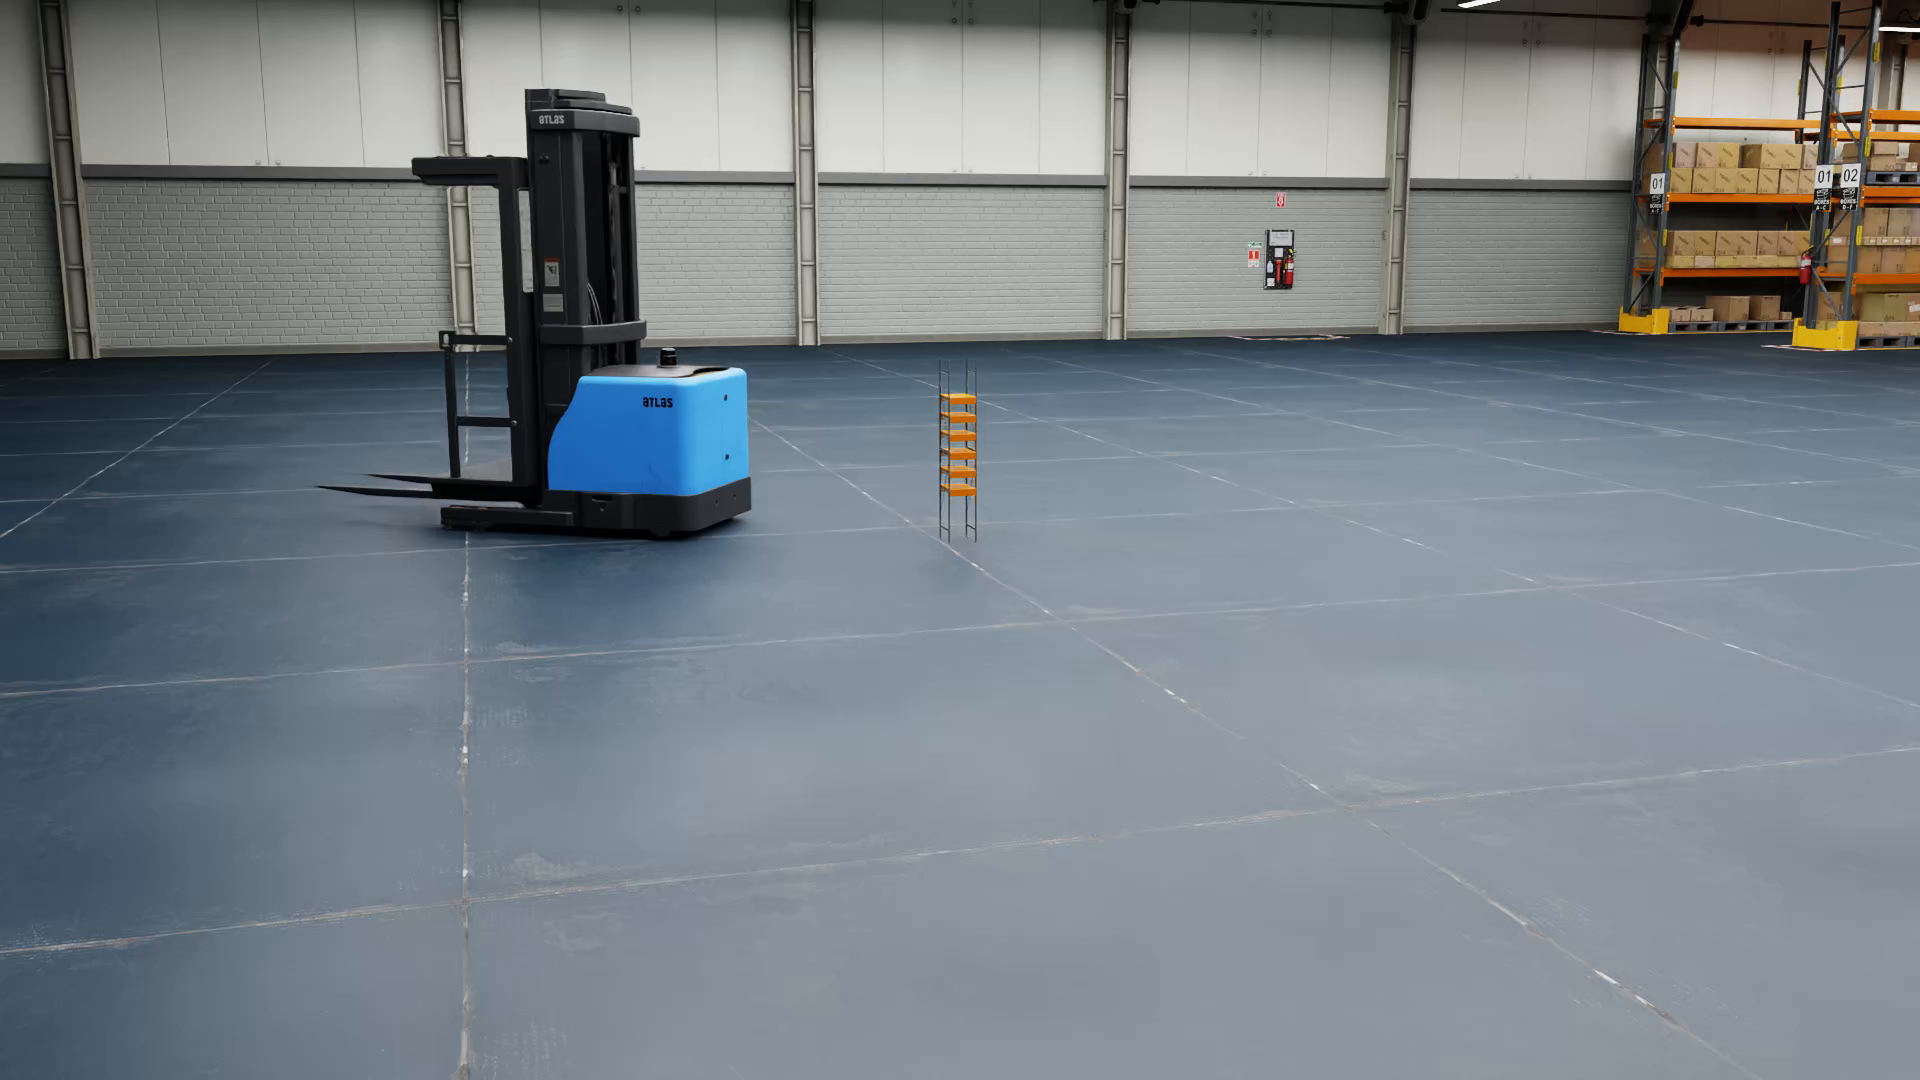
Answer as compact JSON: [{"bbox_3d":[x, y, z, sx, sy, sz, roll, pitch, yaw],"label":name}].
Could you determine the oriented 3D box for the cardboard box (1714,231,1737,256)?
[{"bbox_3d":[15.587,-6.104,34.208,0.500,0.500,0.500,-3,11,-18],"label":"cardboard box"}]

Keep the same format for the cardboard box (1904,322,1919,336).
[{"bbox_3d":[16.994,-3.812,29.904,0.500,0.250,0.500,-3,11,-16],"label":"cardboard box"}]

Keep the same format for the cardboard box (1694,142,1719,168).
[{"bbox_3d":[15.003,-7.799,33.748,0.500,0.500,0.500,-3,11,-17],"label":"cardboard box"}]

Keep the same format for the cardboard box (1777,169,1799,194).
[{"bbox_3d":[17.005,-7.424,34.472,0.500,0.500,0.500,-4,11,-21],"label":"cardboard box"}]

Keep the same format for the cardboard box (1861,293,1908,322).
[{"bbox_3d":[16.514,-4.155,29.697,0.500,0.500,0.500,-3,11,-16],"label":"cardboard box"}]

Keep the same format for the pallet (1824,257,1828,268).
[{"bbox_3d":[18.684,-5.901,35.344,1.213,0.211,1.003,-3,11,-16],"label":"pallet"}]

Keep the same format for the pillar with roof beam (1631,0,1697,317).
[{"bbox_3d":[15.703,-8.167,30.555,0.548,9.000,9.100,-3,11,-16],"label":"pillar with roof beam"}]

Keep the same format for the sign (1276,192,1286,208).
[{"bbox_3d":[6.320,-6.700,32.753,0.199,0.298,0.001,-3,11,-16],"label":"sign"}]

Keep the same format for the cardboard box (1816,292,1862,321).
[{"bbox_3d":[15.889,-4.220,30.049,0.500,0.500,0.500,-3,11,-16],"label":"cardboard box"}]

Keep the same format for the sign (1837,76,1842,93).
[{"bbox_3d":[18.044,-9.335,34.101,0.005,0.325,0.100,-3,11,-16],"label":"sign"}]

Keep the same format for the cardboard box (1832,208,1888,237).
[{"bbox_3d":[15.960,-5.630,29.482,0.500,0.500,0.700,-3,11,-16],"label":"cardboard box"}]

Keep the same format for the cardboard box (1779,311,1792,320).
[{"bbox_3d":[17.404,-4.772,35.295,0.250,0.166,0.380,-5,11,-23],"label":"cardboard box"}]

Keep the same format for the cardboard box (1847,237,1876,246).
[{"bbox_3d":[15.894,-5.269,29.314,0.250,0.149,0.380,-3,11,-16],"label":"cardboard box"}]

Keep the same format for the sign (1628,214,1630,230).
[{"bbox_3d":[13.933,-6.602,34.550,0.005,0.325,0.100,-3,11,-16],"label":"sign"}]

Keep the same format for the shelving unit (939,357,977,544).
[{"bbox_3d":[-0.014,-0.589,10.934,0.189,1.200,0.258,-3,11,-16],"label":"shelving unit"}]

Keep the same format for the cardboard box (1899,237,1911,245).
[{"bbox_3d":[16.630,-5.307,29.524,0.250,0.149,0.380,-3,11,-17],"label":"cardboard box"}]

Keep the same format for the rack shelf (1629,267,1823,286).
[{"bbox_3d":[15.989,-5.527,34.769,4.000,0.370,1.077,-3,11,-16],"label":"rack shelf"}]

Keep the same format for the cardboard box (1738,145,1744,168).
[{"bbox_3d":[15.895,-7.947,34.553,0.500,0.500,0.500,-3,11,-16],"label":"cardboard box"}]

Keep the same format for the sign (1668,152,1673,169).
[{"bbox_3d":[14.221,-7.590,33.291,0.005,0.325,0.100,-3,11,-16],"label":"sign"}]

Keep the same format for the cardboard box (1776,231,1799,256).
[{"bbox_3d":[17.065,-6.183,34.633,0.500,0.500,0.500,-3,11,-16],"label":"cardboard box"}]

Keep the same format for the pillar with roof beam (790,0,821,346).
[{"bbox_3d":[-1.580,-7.256,25.607,0.548,9.000,9.100,-3,11,-16],"label":"pillar with roof beam"}]

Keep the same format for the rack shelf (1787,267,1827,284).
[{"bbox_3d":[19.830,-5.729,35.868,4.000,0.370,1.077,-3,11,-16],"label":"rack shelf"}]

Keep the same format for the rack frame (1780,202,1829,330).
[{"bbox_3d":[17.910,-5.982,35.254,0.127,3.000,1.000,-3,11,-16],"label":"rack frame"}]

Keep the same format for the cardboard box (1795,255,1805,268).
[{"bbox_3d":[17.540,-5.841,34.849,0.500,0.250,0.500,-3,11,-16],"label":"cardboard box"}]

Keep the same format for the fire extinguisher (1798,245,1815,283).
[{"bbox_3d":[15.214,-4.955,29.890,0.183,0.674,0.296,-3,11,-16],"label":"fire extinguisher"}]

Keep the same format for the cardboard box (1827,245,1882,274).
[{"bbox_3d":[15.909,-4.989,29.585,0.500,0.500,0.700,-3,11,-16],"label":"cardboard box"}]

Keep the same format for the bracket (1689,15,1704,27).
[{"bbox_3d":[14.997,-10.645,34.073,0.430,0.232,0.235,-3,11,-16],"label":"bracket"}]

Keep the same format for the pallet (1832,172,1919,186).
[{"bbox_3d":[16.143,-6.381,29.384,1.213,0.211,1.003,-3,11,-16],"label":"pallet"}]

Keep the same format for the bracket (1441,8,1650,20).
[{"bbox_3d":[11.710,-10.472,33.132,4.783,0.066,0.076,-3,11,-16],"label":"bracket"}]

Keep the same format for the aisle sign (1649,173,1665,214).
[{"bbox_3d":[14.084,-7.002,33.616,0.004,0.787,0.394,-3,11,-16],"label":"aisle sign"}]

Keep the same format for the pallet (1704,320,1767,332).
[{"bbox_3d":[16.101,-4.508,34.949,1.213,0.211,1.003,-3,11,-16],"label":"pallet"}]

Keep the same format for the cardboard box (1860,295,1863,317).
[{"bbox_3d":[19.094,-5.044,35.847,0.500,0.500,0.700,-3,11,-17],"label":"cardboard box"}]

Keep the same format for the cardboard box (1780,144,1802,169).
[{"bbox_3d":[16.978,-7.905,34.325,0.500,0.500,0.500,-2,11,-13],"label":"cardboard box"}]

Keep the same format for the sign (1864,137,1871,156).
[{"bbox_3d":[15.607,-6.765,28.594,0.005,0.325,0.100,-3,11,-16],"label":"sign"}]

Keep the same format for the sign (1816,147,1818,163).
[{"bbox_3d":[15.319,-6.885,29.649,0.005,0.325,0.100,-3,11,-16],"label":"sign"}]

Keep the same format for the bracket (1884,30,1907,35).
[{"bbox_3d":[19.961,-10.907,35.494,0.430,0.232,0.235,-3,11,-16],"label":"bracket"}]

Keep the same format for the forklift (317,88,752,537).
[{"bbox_3d":[-3.059,-1.587,11.574,3.031,2.935,1.130,3,11,16],"label":"forklift"}]

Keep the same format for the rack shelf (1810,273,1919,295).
[{"bbox_3d":[17.378,-4.666,30.092,4.000,0.370,1.077,-3,11,-16],"label":"rack shelf"}]

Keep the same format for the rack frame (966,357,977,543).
[{"bbox_3d":[0.074,-0.594,10.959,0.006,1.200,0.240,-3,11,-16],"label":"rack frame"}]

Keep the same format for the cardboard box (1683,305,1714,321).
[{"bbox_3d":[15.306,-4.721,34.620,0.500,0.311,0.500,-2,11,-11],"label":"cardboard box"}]

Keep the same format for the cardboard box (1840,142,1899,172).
[{"bbox_3d":[16.010,-6.748,29.300,0.637,0.503,0.797,-2,11,-12],"label":"cardboard box"}]

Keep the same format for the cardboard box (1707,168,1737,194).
[{"bbox_3d":[15.483,-7.335,33.988,0.500,0.500,0.500,-2,11,-13],"label":"cardboard box"}]

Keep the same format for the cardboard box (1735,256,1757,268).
[{"bbox_3d":[16.098,-5.763,34.428,0.500,0.250,0.500,-3,11,-15],"label":"cardboard box"}]

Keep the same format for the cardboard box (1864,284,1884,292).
[{"bbox_3d":[19.532,-5.427,35.861,0.500,0.250,0.500,-3,11,-18],"label":"cardboard box"}]

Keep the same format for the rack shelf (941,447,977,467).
[{"bbox_3d":[-0.014,-0.546,10.942,0.180,0.103,0.258,-3,11,-16],"label":"rack shelf"}]

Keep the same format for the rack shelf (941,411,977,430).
[{"bbox_3d":[-0.014,-0.782,10.898,0.180,0.103,0.258,-3,11,-16],"label":"rack shelf"}]

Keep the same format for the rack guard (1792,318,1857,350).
[{"bbox_3d":[15.434,-3.688,29.697,0.348,0.500,1.175,-3,11,-16],"label":"rack guard"}]

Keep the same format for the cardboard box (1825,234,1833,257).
[{"bbox_3d":[18.408,-6.267,35.312,0.500,0.500,0.700,-3,11,-16],"label":"cardboard box"}]

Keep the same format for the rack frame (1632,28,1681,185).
[{"bbox_3d":[14.069,-8.730,33.611,0.127,3.000,1.000,-3,11,-16],"label":"rack frame"}]

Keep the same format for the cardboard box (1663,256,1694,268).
[{"bbox_3d":[14.626,-5.685,34.000,0.500,0.250,0.500,-3,11,-18],"label":"cardboard box"}]
